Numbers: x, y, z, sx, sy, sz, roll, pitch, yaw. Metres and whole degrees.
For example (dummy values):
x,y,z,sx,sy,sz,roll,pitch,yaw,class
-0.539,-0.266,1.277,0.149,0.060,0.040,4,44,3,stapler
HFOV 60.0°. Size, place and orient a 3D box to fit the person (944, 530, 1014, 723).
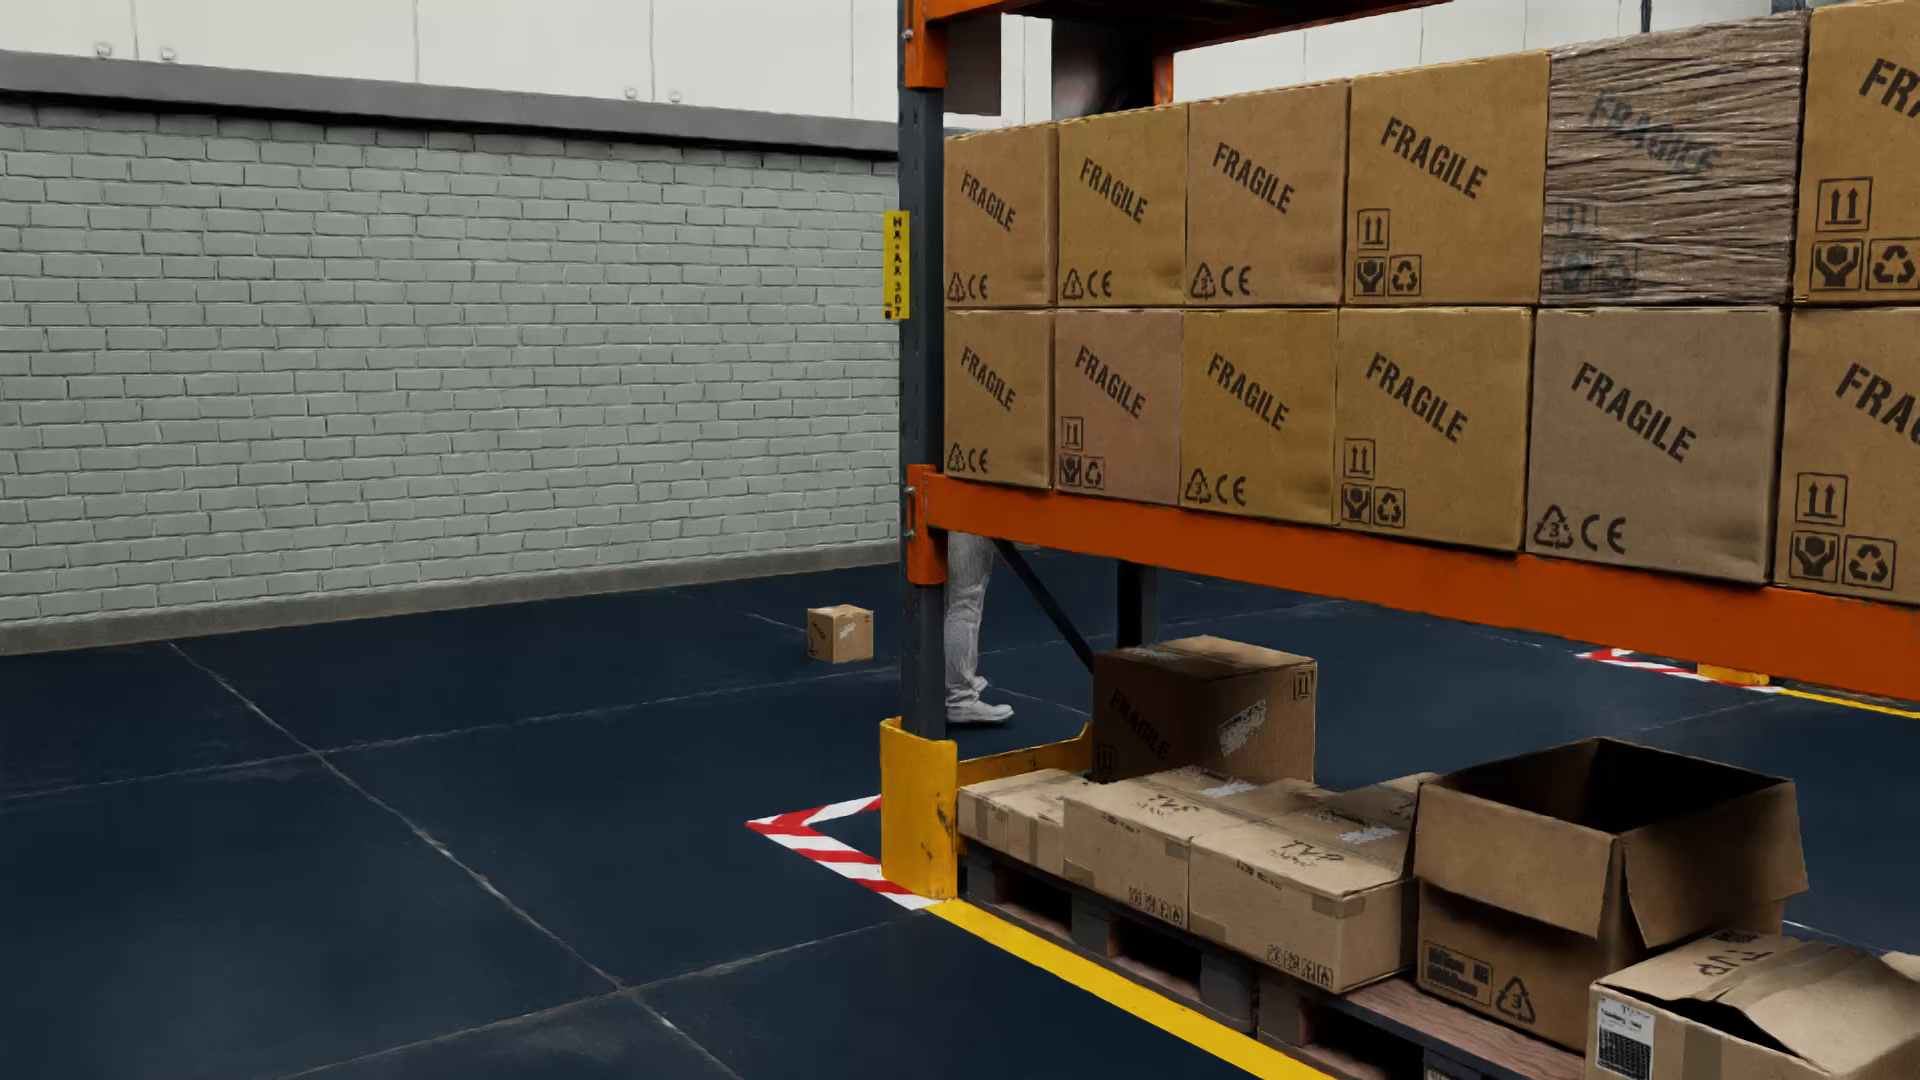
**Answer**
x,y,z,sx,sy,sz,roll,pitch,yaw,class
0.026,-0.116,7.348,0.647,1.765,0.530,7,10,42,person
